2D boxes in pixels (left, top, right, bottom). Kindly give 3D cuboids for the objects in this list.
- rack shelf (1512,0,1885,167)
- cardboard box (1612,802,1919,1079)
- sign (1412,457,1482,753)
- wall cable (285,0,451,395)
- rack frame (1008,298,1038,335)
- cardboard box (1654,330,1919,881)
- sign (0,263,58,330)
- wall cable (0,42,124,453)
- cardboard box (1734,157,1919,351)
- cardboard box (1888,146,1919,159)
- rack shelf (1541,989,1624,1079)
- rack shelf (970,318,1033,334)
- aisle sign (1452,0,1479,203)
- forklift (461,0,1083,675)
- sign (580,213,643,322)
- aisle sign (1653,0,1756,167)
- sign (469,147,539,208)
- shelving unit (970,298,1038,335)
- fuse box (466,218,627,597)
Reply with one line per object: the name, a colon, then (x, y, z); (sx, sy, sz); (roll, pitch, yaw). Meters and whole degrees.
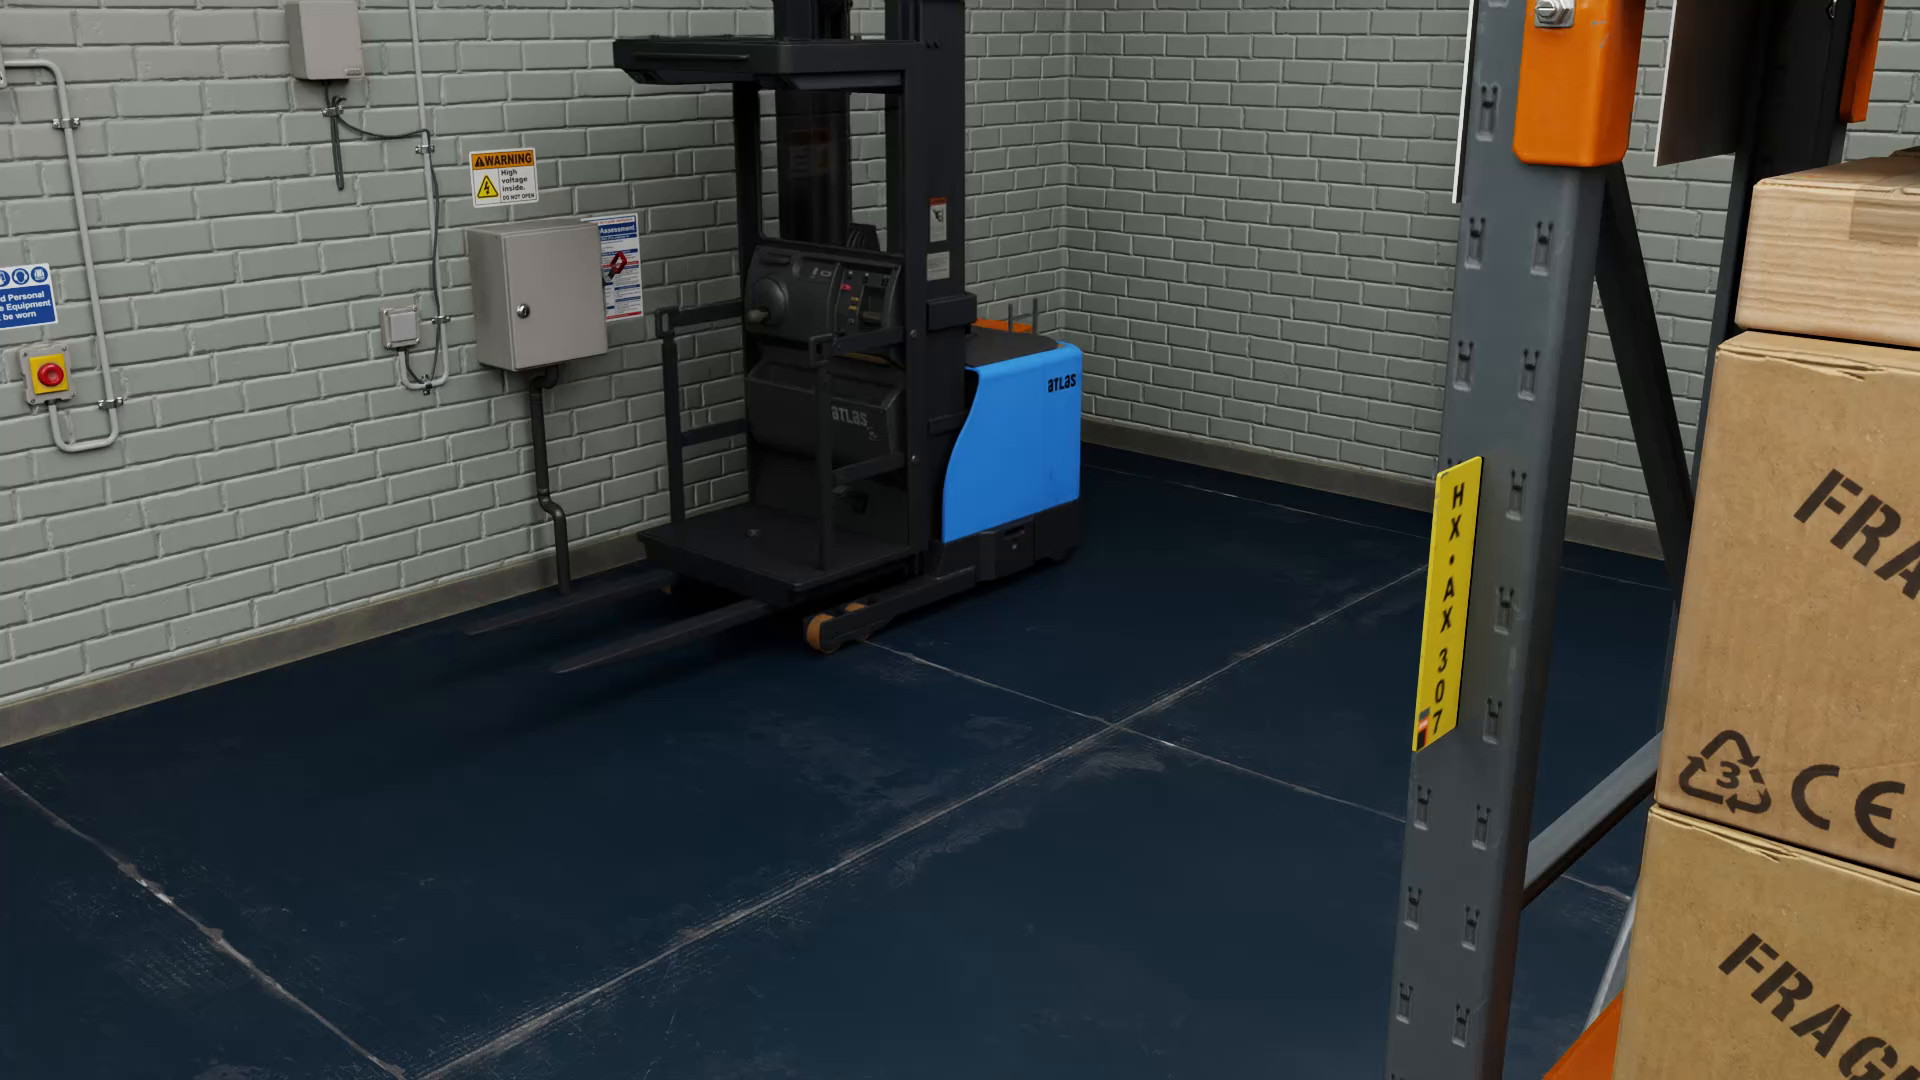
rack shelf: (2.413, -0.286, 0.784); (4.000, 0.370, 1.077); (15, 23, 39)
cardboard box: (1.085, 0.513, 1.870); (0.500, 0.500, 0.500); (15, 23, 39)
sign: (0.544, 0.074, 1.859); (0.005, 0.325, 0.100); (15, 23, 39)
wall cable: (-2.383, -1.535, 6.809); (0.122, 1.984, 0.588); (15, 23, 39)
rack frame: (0.323, -0.646, 8.663); (0.015, 1.200, 0.240); (13, 22, 35)
cardboard box: (1.087, 0.036, 1.721); (0.500, 0.500, 0.500); (14, 23, 38)
sign: (-3.394, -0.857, 5.908); (0.001, 0.218, 0.327); (15, 23, 39)
wall cable: (-3.316, -1.226, 5.786); (0.123, 1.953, 0.585); (15, 23, 39)
cardboard box: (0.999, -0.300, 1.707); (0.250, 0.149, 0.380); (16, 23, 40)
cardboard box: (1.318, -0.407, 2.045); (0.250, 0.149, 0.380); (15, 23, 40)
rack shelf: (2.413, 1.144, 1.237); (4.000, 0.370, 1.077); (15, 23, 39)
rack shelf: (0.130, -1.065, 8.686); (0.480, 0.148, 0.258); (13, 22, 35)
aisle sign: (0.671, -0.788, 1.839); (0.004, 0.787, 0.394); (15, 23, 39)
forklift: (-0.753, -1.087, 7.192); (1.130, 2.935, 3.031); (15, 23, 40)
sign: (-1.639, -1.281, 7.847); (0.001, 0.494, 0.329); (15, 23, 39)
aisle sign: (1.069, -0.924, 2.267); (0.004, 0.787, 0.394); (15, 23, 39)
sign: (-2.004, -1.596, 7.316); (0.001, 0.242, 0.339); (15, 23, 39)
shelving unit: (0.130, -0.691, 8.805); (0.503, 1.200, 0.258); (13, 22, 35)
fuse box: (-1.812, -0.559, 7.545); (0.414, 1.711, 0.539); (15, 23, 39)
